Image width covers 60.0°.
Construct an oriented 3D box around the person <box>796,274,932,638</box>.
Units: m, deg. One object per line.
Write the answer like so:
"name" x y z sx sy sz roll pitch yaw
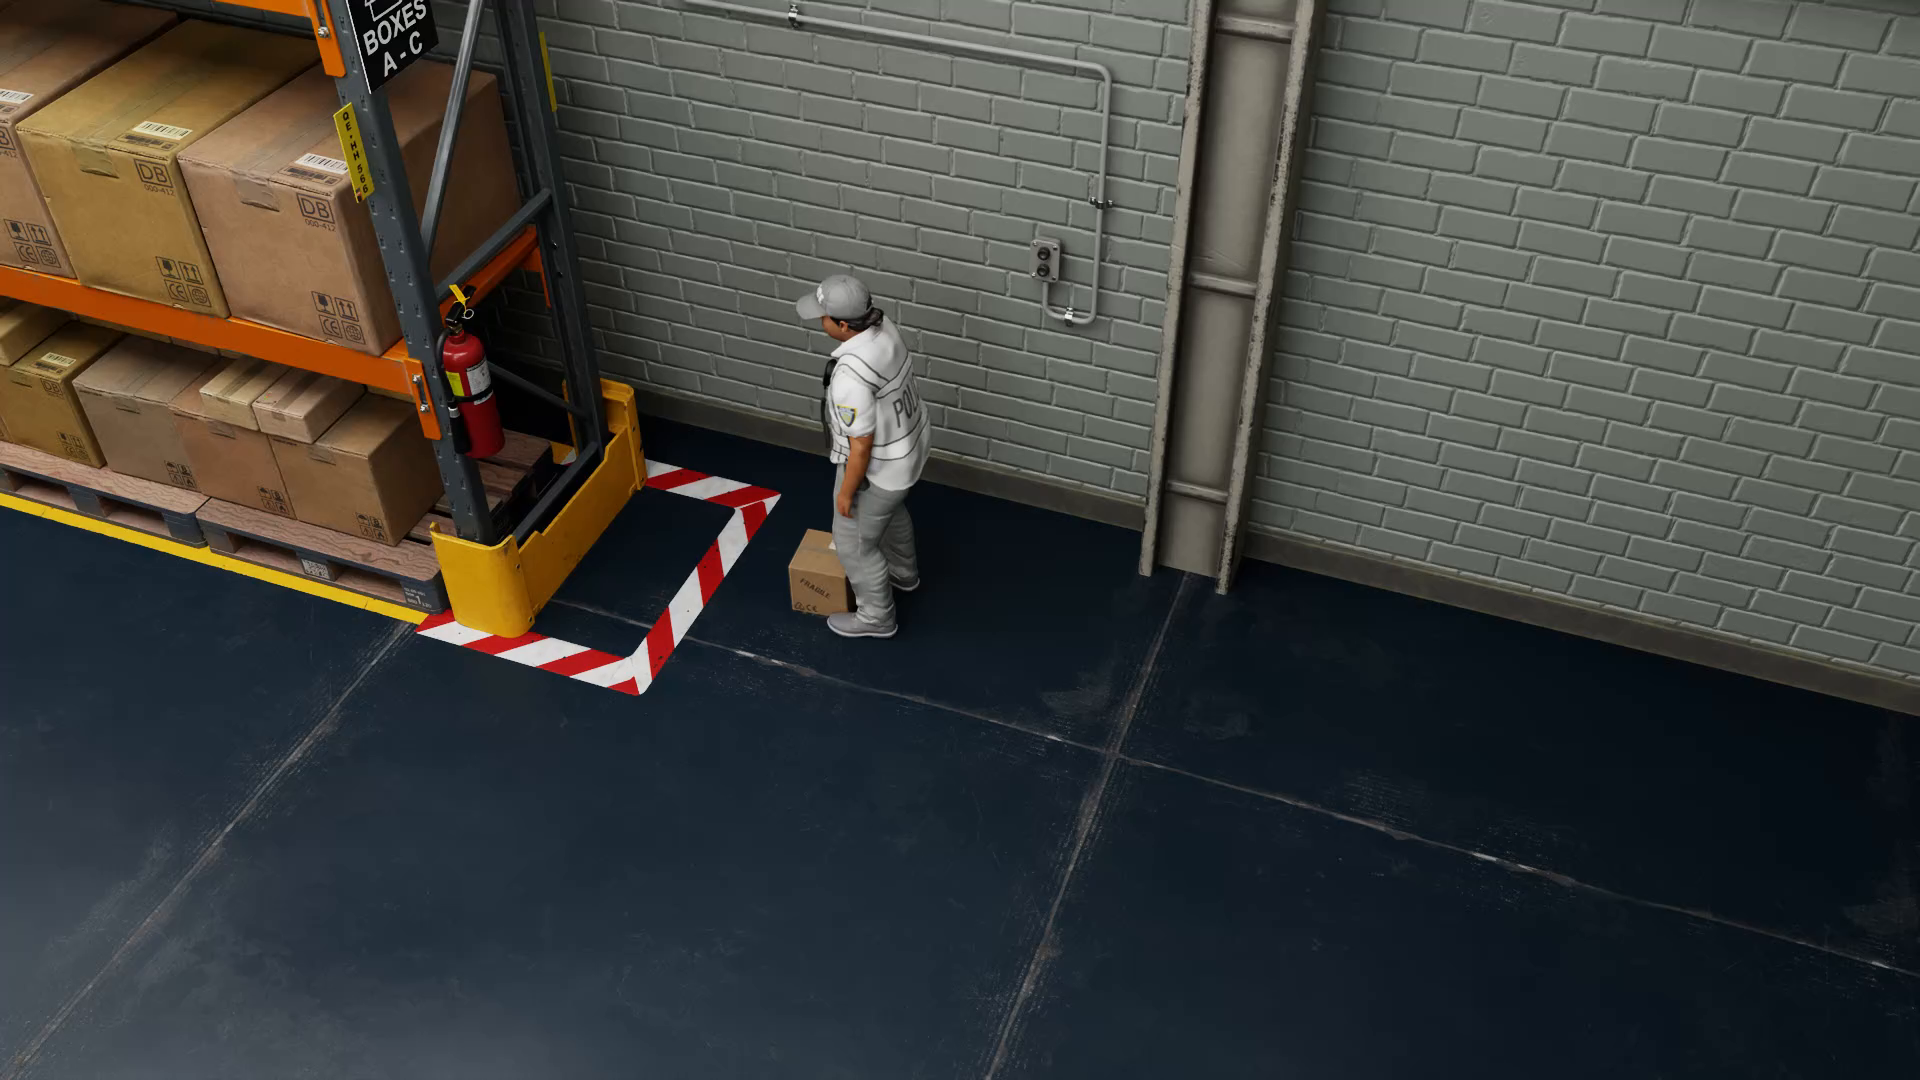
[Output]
"person" -0.358 -0.330 6.524 0.466 1.666 0.564 11 43 12
